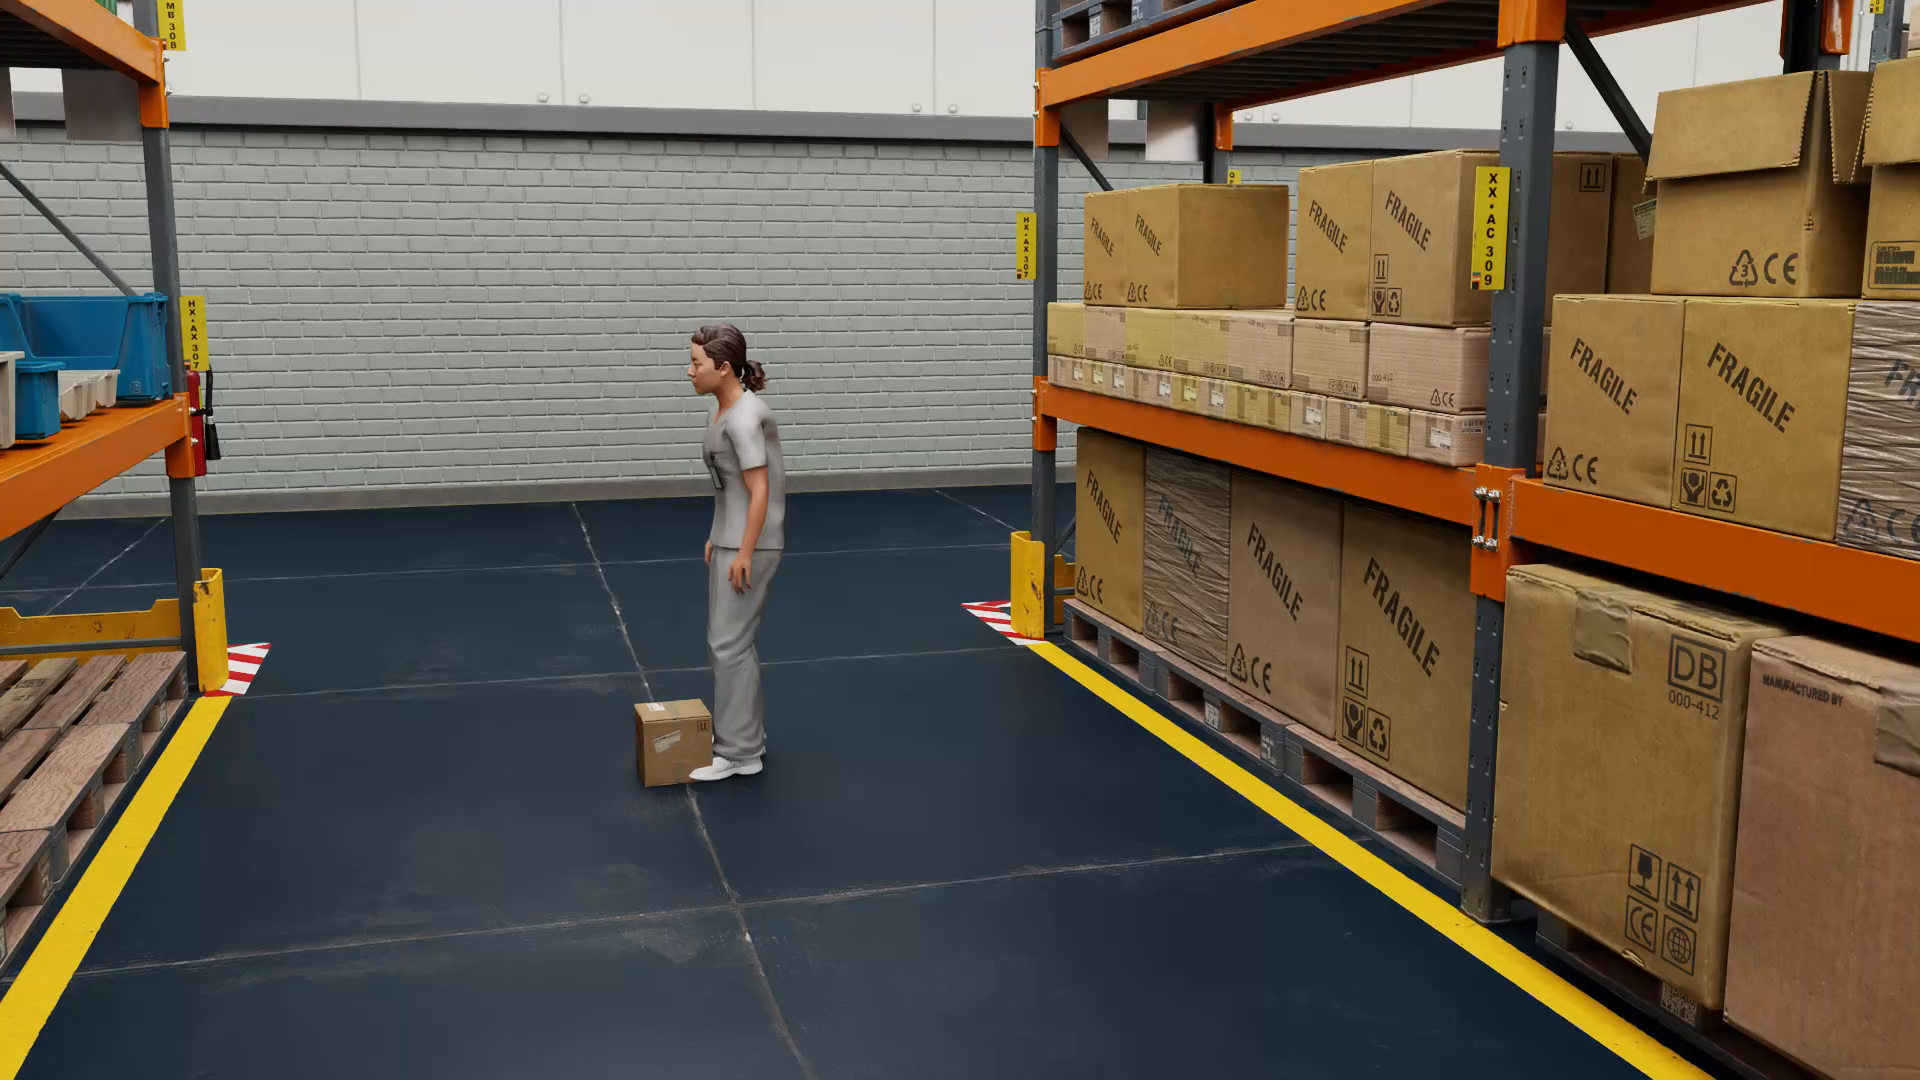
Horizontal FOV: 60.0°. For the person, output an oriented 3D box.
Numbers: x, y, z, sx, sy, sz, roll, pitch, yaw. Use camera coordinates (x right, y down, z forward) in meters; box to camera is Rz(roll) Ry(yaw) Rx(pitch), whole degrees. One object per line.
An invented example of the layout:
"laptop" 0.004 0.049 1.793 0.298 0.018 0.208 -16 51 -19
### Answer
"person" -0.859 0.038 6.148 0.404 1.673 0.492 -3 10 -16
